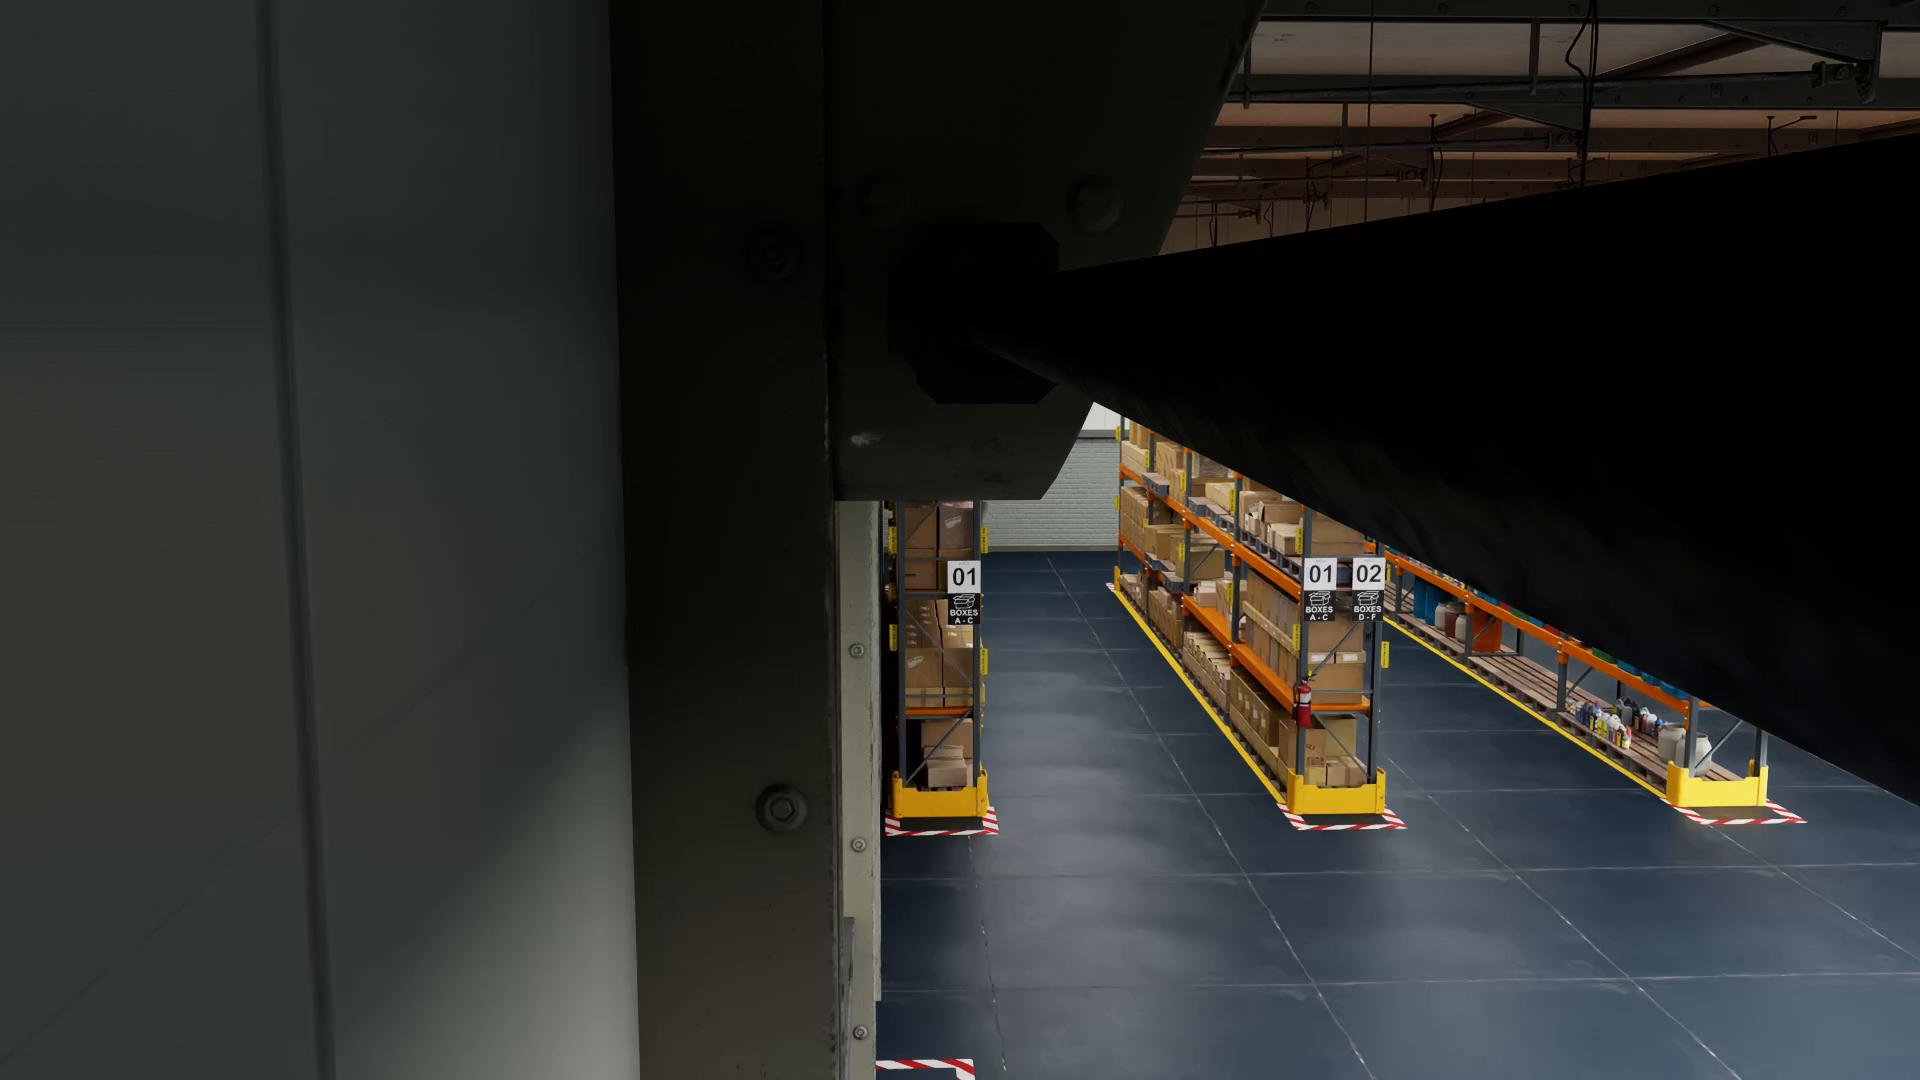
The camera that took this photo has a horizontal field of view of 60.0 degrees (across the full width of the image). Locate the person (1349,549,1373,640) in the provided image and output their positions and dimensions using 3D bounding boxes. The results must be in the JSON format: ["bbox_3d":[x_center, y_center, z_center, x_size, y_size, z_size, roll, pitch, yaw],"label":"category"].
[{"bbox_3d":[7.614,1.015,31.259,0.633,1.683,1.012,0,8,2],"label":"person"}]
